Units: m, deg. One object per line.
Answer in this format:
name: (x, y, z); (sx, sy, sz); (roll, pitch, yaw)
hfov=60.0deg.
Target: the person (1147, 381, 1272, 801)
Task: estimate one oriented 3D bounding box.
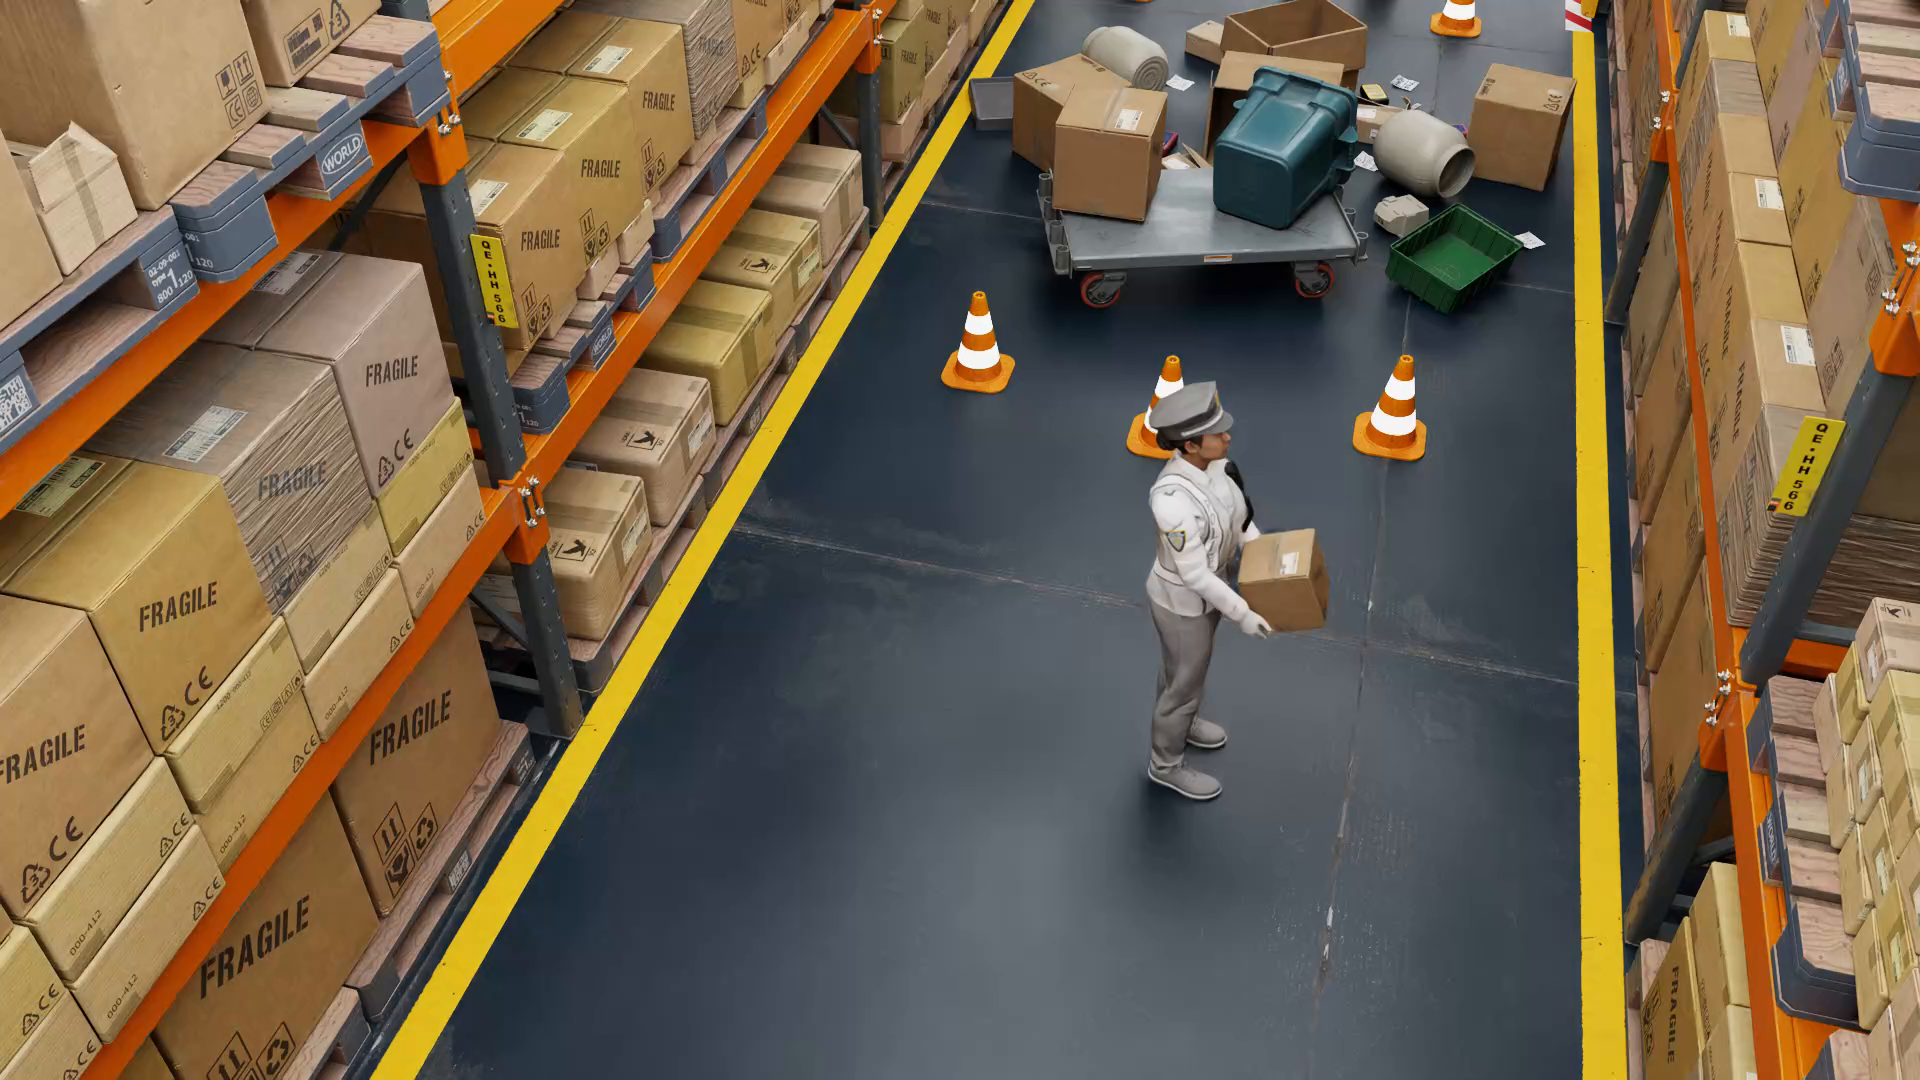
person: (0.882, 0.185, 5.918); (0.543, 1.700, 0.471); (17, 44, 18)
